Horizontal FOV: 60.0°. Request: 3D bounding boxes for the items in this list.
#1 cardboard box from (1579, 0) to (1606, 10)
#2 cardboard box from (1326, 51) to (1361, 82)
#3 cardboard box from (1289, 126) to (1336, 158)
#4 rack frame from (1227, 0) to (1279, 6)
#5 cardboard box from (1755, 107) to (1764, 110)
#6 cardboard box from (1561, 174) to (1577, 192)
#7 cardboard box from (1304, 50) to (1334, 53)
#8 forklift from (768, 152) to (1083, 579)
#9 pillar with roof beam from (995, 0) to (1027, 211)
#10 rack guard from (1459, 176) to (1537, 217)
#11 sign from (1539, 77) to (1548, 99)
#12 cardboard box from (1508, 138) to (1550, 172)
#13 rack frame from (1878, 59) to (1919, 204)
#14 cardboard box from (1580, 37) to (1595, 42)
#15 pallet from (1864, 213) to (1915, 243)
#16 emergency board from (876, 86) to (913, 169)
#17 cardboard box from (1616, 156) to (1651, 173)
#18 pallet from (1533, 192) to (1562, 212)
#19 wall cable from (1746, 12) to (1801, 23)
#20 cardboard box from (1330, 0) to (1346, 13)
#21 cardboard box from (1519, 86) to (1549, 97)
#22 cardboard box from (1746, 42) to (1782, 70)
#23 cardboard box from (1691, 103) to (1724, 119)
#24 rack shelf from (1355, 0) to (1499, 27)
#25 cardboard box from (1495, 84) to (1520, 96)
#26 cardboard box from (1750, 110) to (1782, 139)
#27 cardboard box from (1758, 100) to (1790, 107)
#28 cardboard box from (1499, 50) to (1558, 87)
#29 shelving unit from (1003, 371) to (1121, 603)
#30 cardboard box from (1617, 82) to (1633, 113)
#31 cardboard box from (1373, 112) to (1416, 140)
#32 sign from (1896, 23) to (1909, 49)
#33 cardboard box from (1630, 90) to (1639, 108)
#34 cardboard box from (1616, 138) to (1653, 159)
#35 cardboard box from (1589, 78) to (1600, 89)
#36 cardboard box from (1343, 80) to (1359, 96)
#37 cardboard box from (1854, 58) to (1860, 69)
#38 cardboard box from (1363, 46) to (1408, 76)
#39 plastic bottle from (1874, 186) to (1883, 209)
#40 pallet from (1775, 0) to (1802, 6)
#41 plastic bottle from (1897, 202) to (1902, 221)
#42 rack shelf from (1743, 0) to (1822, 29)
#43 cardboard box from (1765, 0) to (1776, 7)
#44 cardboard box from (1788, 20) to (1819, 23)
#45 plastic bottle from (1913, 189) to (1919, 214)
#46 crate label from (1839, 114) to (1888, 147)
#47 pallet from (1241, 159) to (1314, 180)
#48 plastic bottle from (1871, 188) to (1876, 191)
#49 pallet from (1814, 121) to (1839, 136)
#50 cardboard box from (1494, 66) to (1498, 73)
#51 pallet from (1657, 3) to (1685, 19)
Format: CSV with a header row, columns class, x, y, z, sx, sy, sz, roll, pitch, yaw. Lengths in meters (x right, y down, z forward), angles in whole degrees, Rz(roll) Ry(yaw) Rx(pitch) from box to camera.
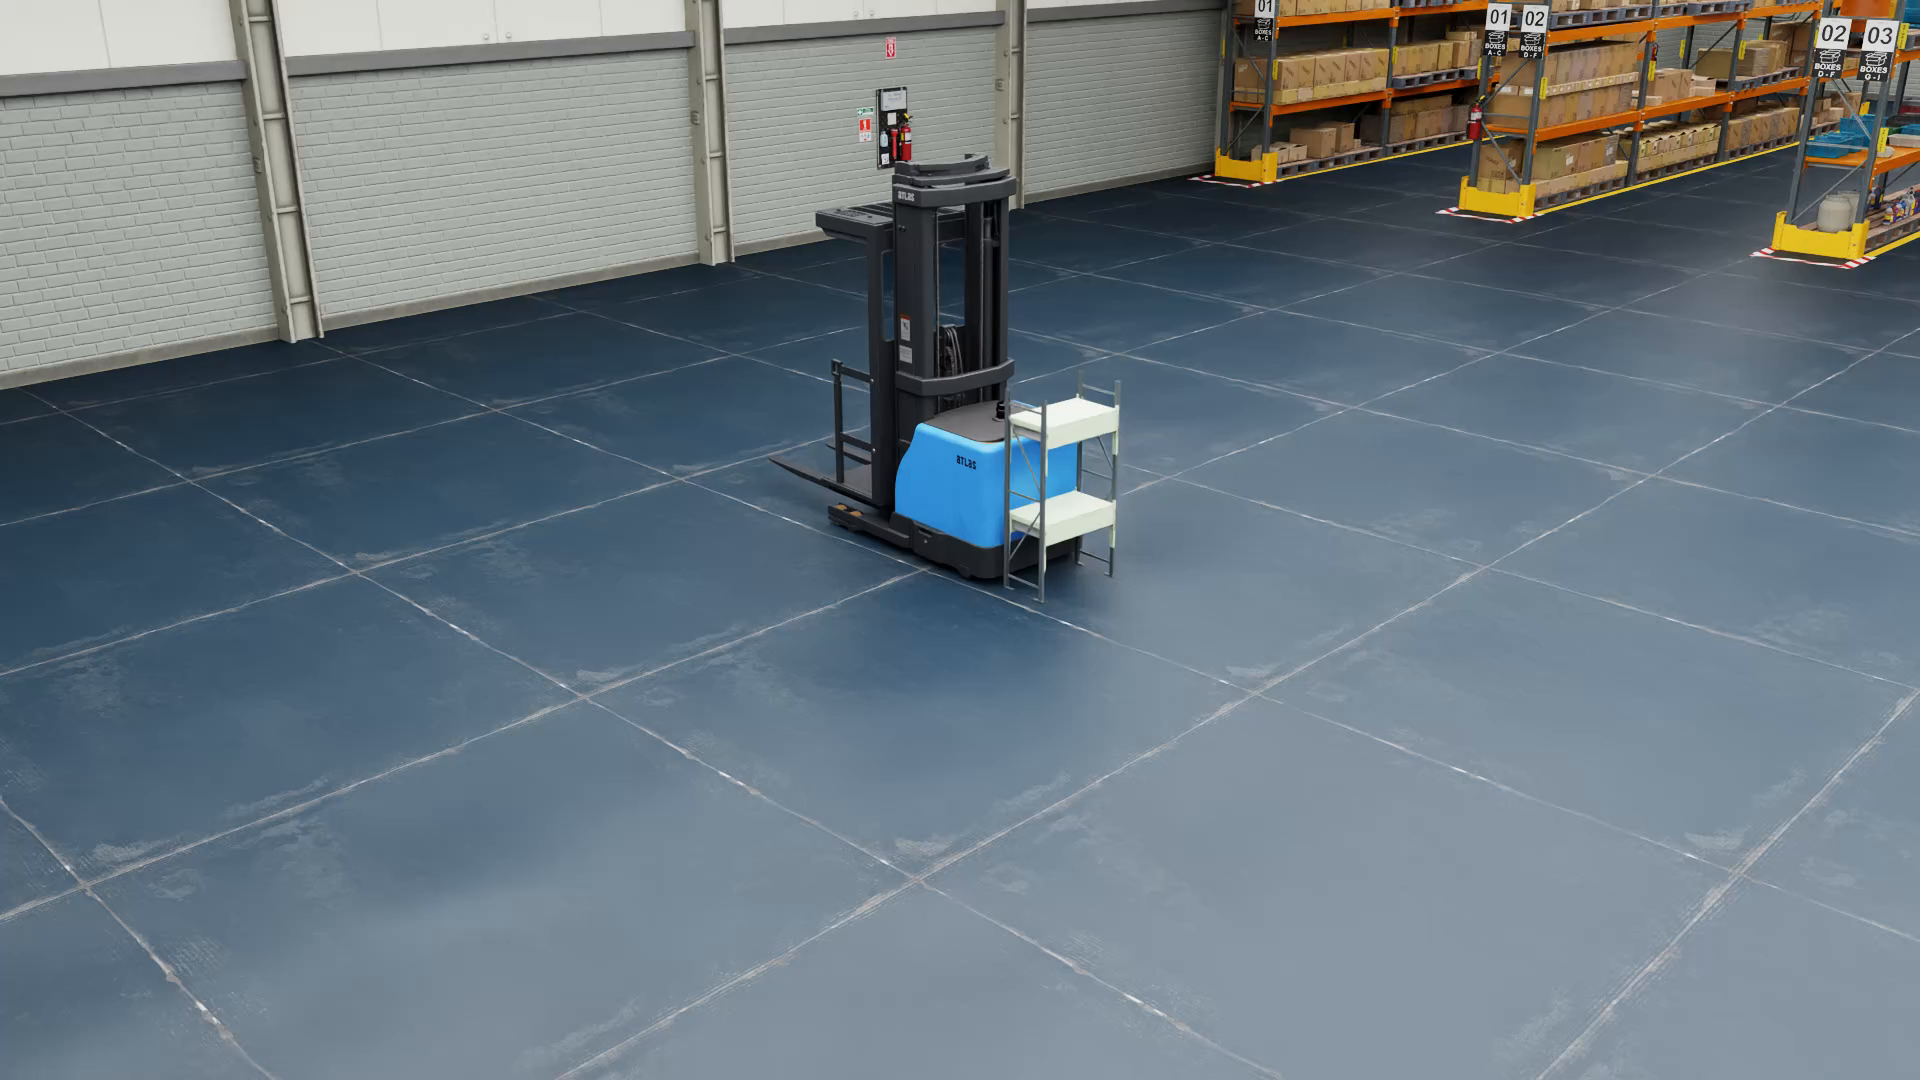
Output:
class,x,y,z,sx,sy,sz,roll,pitch,yaw
cardboard box,10.026,-8.783,26.644,0.500,0.500,0.500,19,28,41
cardboard box,7.099,-8.818,30.970,0.500,0.500,0.500,18,28,39
cardboard box,6.612,-7.472,31.204,0.700,0.500,0.500,17,27,37
rack frame,5.119,-10.756,28.515,1.000,3.000,0.127,19,28,41
cardboard box,16.166,-8.636,34.234,0.500,0.500,0.500,-20,28,-41
cardboard box,9.900,-5.969,27.671,0.500,0.250,0.500,19,28,41
cardboard box,6.717,-8.946,31.304,0.500,0.500,0.500,-19,28,-41
forklift,-0.407,-1.537,12.988,1.130,2.935,3.031,-17,27,-38
pillar with roof beam,3.887,-8.532,22.730,9.100,9.000,0.400,19,28,41
rack guard,8.655,-5.544,26.801,1.175,0.500,0.348,19,28,41
sign,9.065,-7.017,25.833,0.100,0.325,0.005,19,28,41
cardboard box,9.519,-6.452,27.882,0.500,0.500,0.500,19,28,41
rack frame,15.008,-6.504,25.815,1.000,3.000,0.127,19,28,41
cardboard box,13.881,-11.315,37.915,0.700,0.700,0.980,-20,28,-41
pallet,13.659,-4.725,25.074,1.003,0.211,1.213,19,28,41
emergency board,-0.949,-6.184,24.982,0.194,1.169,0.643,19,28,41
cardboard box,11.921,-6.699,29.570,0.500,0.250,0.500,18,28,39
pallet,9.175,-5.622,27.407,1.003,0.211,1.213,19,28,41
wall cable,20.483,-14.784,43.323,3.097,2.526,0.112,19,28,41
cardboard box,6.650,-9.842,30.150,0.500,0.500,0.500,-18,27,-39
cardboard box,9.099,-7.113,26.356,0.380,0.149,0.250,19,28,40
cardboard box,16.118,-9.785,33.628,0.500,0.500,0.700,-15,26,-34
cardboard box,14.773,-8.476,32.772,0.500,0.250,0.500,-19,28,-40
rack shelf,9.305,-10.562,33.195,1.077,0.370,4.000,19,28,41
cardboard box,8.801,-7.212,26.613,0.380,0.149,0.250,19,28,40
cardboard box,16.203,-8.387,33.586,0.500,0.500,0.500,20,29,41
cardboard box,17.237,-9.057,35.329,0.500,0.500,0.500,19,28,41
cardboard box,9.043,-7.499,26.457,0.700,0.500,0.500,19,28,41
shelving unit,0.732,-0.391,11.999,0.755,1.500,0.431,-18,27,-38
cardboard box,11.157,-7.676,28.725,0.700,0.500,0.500,18,28,39
cardboard box,8.736,-8.361,33.517,0.700,0.500,0.500,19,28,40
sign,12.609,-6.741,22.239,0.100,0.325,0.005,19,28,41
cardboard box,11.774,-7.812,29.428,0.500,0.250,0.500,-18,27,-39
cardboard box,11.928,-6.963,29.475,0.500,0.311,0.500,19,28,41
cardboard box,10.355,-7.576,27.560,0.250,0.149,0.380,-19,28,-40
cardboard box,7.103,-8.466,31.101,0.500,0.250,0.500,19,28,40
cardboard box,19.356,-10.559,36.225,0.500,0.500,0.500,20,28,41
cardboard box,8.289,-9.358,32.488,0.700,0.500,0.500,19,28,41
plastic bottle,14.251,-5.333,25.848,0.144,0.351,0.185,19,28,41
pallet,15.816,-10.696,32.803,1.213,0.211,1.003,19,28,41
plastic bottle,14.015,-4.910,24.857,0.097,0.271,0.097,0,21,0
rack shelf,15.647,-10.351,32.647,1.077,0.370,4.000,19,28,41
cardboard box,15.251,-10.605,32.165,0.910,0.500,0.500,19,28,41
cardboard box,17.917,-10.771,35.384,0.500,0.500,0.500,20,28,41
plastic bottle,14.631,-5.186,25.465,0.144,0.351,0.185,18,27,38
crate label,13.308,-6.033,24.541,0.502,0.435,0.616,19,28,41
pallet,5.765,-6.873,30.663,1.003,0.211,1.213,19,28,41
plastic bottle,14.266,-5.376,26.063,0.135,0.276,0.152,-19,28,-40
pallet,18.373,-8.991,36.172,1.003,0.211,1.213,19,28,41
cardboard box,11.096,-9.931,35.052,0.380,0.149,0.250,19,28,40
pallet,12.068,-9.286,29.138,0.805,0.209,1.217,18,27,39
